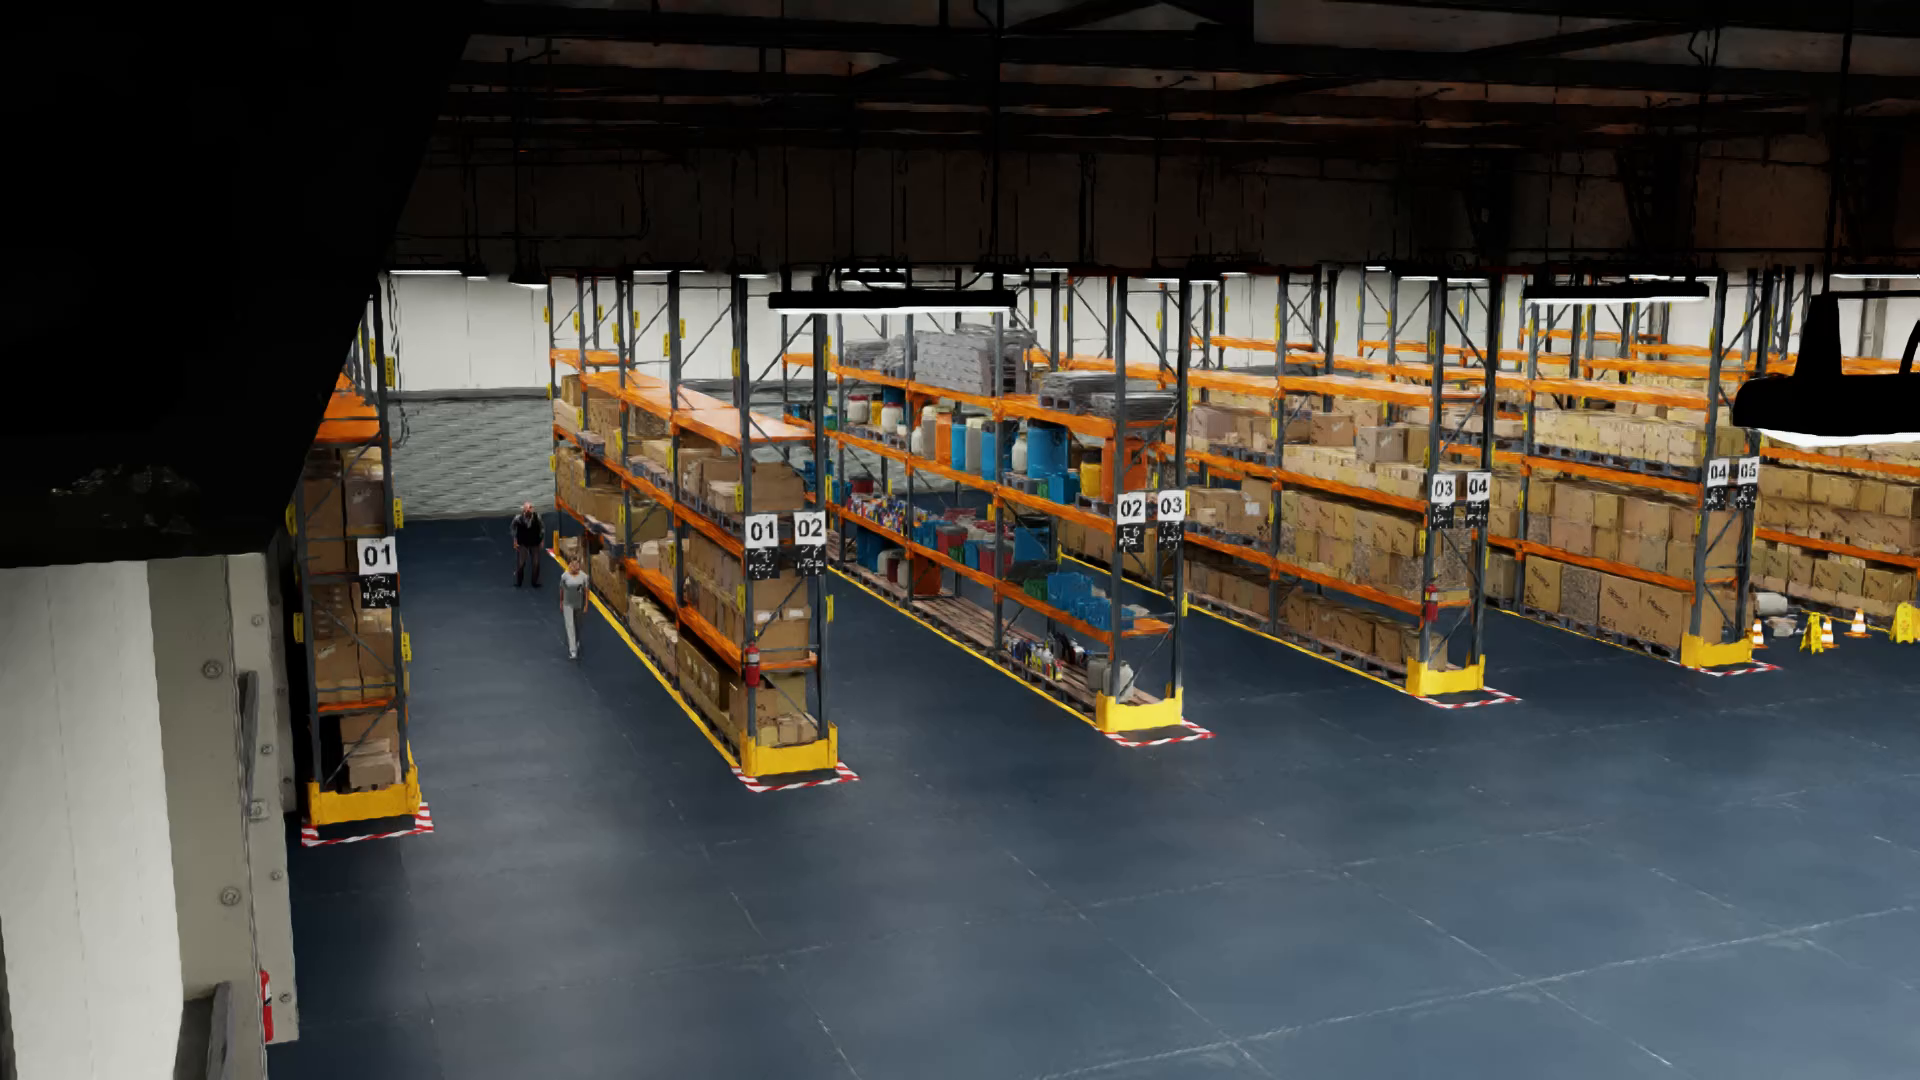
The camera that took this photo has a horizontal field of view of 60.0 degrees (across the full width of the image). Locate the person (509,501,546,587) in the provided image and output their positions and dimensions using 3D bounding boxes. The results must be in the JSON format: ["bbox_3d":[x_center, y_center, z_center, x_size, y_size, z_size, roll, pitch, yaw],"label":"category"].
[{"bbox_3d":[-8.167,0.117,31.451,0.677,1.586,0.534,-4,11,-23],"label":"person"}]

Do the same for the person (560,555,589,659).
[{"bbox_3d":[-6.044,1.010,26.147,0.446,1.589,1.095,-4,11,-23],"label":"person"}]
